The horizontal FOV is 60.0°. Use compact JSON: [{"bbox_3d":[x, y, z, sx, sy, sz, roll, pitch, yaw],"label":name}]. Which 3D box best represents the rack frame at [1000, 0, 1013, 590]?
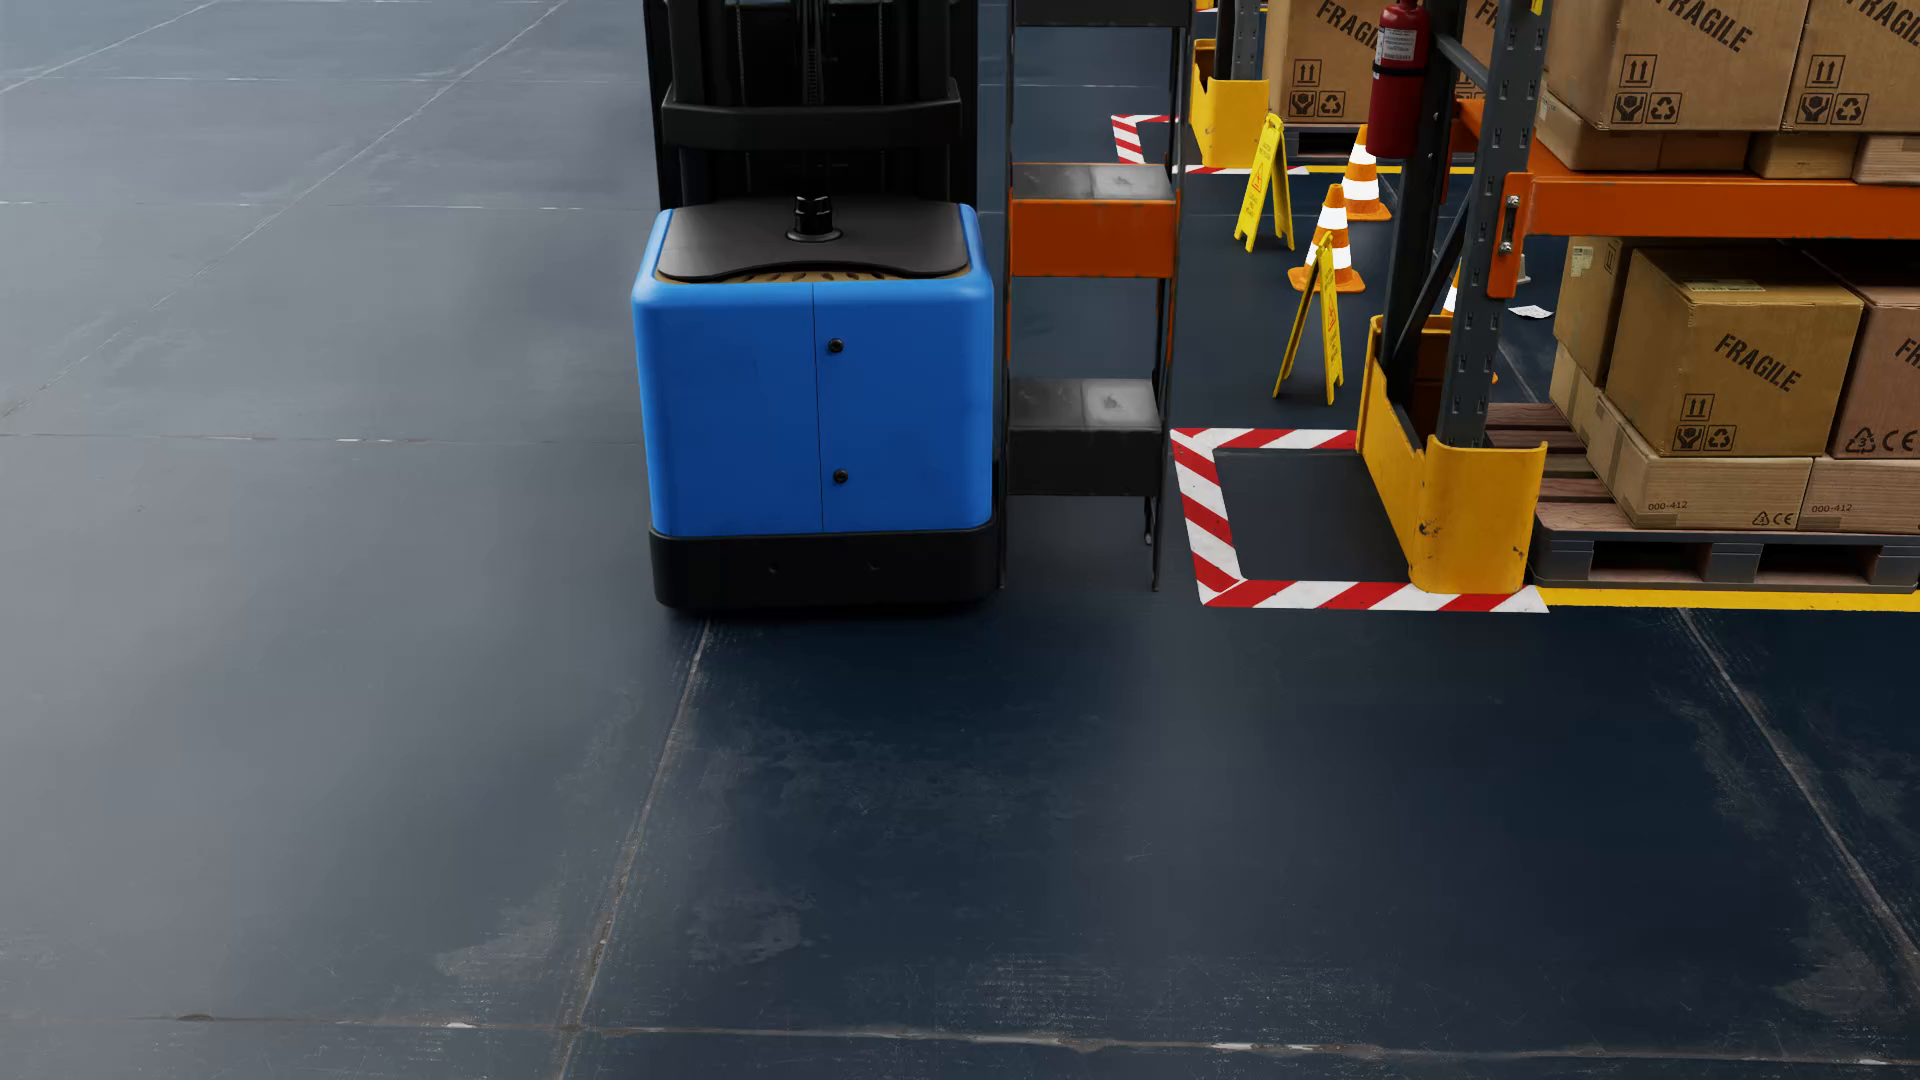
[{"bbox_3d":[0.138,-0.862,4.952,0.015,2.100,0.400,1,28,1],"label":"rack frame"}]

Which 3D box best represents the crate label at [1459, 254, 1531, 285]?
[{"bbox_3d":[2.521,-1.302,7.877,0.298,0.136,0.250,-14,31,-24],"label":"crate label"}]

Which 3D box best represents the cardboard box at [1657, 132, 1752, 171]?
[{"bbox_3d":[2.143,-1.218,4.931,0.250,0.149,0.380,1,28,3],"label":"cardboard box"}]

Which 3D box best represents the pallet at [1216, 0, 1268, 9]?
[{"bbox_3d":[2.795,-4.804,14.405,1.213,0.211,1.003,1,28,2],"label":"pallet"}]

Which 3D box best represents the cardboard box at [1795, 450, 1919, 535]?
[{"bbox_3d":[2.865,-0.245,5.314,0.500,0.250,0.500,2,28,4],"label":"cardboard box"}]

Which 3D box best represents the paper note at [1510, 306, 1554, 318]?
[{"bbox_3d":[2.573,-1.033,7.484,0.142,0.019,0.148,-9,29,-16],"label":"paper note"}]

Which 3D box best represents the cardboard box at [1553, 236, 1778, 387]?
[{"bbox_3d":[2.368,-0.840,5.636,0.500,0.500,0.500,1,28,2],"label":"cardboard box"}]

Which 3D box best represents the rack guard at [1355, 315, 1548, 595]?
[{"bbox_3d":[1.634,-0.323,5.643,0.348,0.500,1.175,1,28,2],"label":"rack guard"}]

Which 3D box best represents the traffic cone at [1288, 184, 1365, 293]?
[{"bbox_3d":[1.733,-1.430,7.771,0.334,0.463,0.336,1,28,2],"label":"traffic cone"}]

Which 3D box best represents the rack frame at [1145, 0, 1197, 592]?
[{"bbox_3d":[0.626,-0.856,4.941,0.015,2.100,0.400,1,28,1],"label":"rack frame"}]

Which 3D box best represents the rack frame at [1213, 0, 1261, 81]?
[{"bbox_3d":[1.632,-3.747,9.434,0.127,3.000,1.000,1,28,2],"label":"rack frame"}]

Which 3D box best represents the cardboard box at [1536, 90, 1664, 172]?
[{"bbox_3d":[1.891,-1.215,4.926,0.250,0.149,0.380,1,28,2],"label":"cardboard box"}]

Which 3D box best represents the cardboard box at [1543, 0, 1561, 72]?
[{"bbox_3d":[2.111,-1.724,5.194,0.500,0.500,0.500,0,28,1],"label":"cardboard box"}]

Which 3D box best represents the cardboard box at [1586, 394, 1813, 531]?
[{"bbox_3d":[2.355,-0.257,5.337,0.500,0.250,0.500,1,28,1],"label":"cardboard box"}]

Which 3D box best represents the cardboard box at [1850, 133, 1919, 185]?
[{"bbox_3d":[2.658,-1.150,4.802,0.250,0.149,0.380,1,28,3],"label":"cardboard box"}]

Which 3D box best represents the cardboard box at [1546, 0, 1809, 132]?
[{"bbox_3d":[2.022,-1.467,4.707,0.500,0.500,0.500,1,28,1],"label":"cardboard box"}]

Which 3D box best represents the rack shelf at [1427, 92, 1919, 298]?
[{"bbox_3d":[3.557,-1.078,5.166,4.000,0.370,1.077,1,28,2],"label":"rack shelf"}]

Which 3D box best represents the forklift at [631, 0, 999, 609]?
[{"bbox_3d":[-0.500,-1.741,5.723,1.130,2.935,3.031,-2,28,-3],"label":"forklift"}]

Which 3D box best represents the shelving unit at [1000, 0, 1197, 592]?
[{"bbox_3d":[0.382,-0.859,4.947,0.503,2.100,0.431,1,28,1],"label":"shelving unit"}]

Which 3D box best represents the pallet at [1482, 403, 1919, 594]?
[{"bbox_3d":[2.445,-0.166,5.654,1.213,0.211,1.003,1,28,2],"label":"pallet"}]

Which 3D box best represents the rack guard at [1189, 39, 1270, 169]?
[{"bbox_3d":[1.608,-2.643,10.020,0.348,0.500,1.175,1,28,2],"label":"rack guard"}]

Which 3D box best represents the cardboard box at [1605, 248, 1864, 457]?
[{"bbox_3d":[2.379,-0.588,5.161,0.500,0.500,0.500,0,28,0],"label":"cardboard box"}]

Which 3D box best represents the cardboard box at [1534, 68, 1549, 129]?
[{"bbox_3d":[1.940,-1.412,5.296,0.250,0.149,0.380,2,28,4],"label":"cardboard box"}]

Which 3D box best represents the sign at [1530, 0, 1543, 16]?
[{"bbox_3d":[1.539,-1.557,4.378,0.005,0.325,0.100,1,28,2],"label":"sign"}]

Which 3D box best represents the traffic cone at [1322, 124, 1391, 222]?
[{"bbox_3d":[2.113,-1.953,8.758,0.334,0.463,0.336,1,28,2],"label":"traffic cone"}]

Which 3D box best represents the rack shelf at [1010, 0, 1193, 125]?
[{"bbox_3d":[0.382,-1.466,4.625,0.480,0.518,0.431,1,28,1],"label":"rack shelf"}]

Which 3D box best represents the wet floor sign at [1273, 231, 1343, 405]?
[{"bbox_3d":[1.406,-0.893,6.562,0.232,0.644,0.267,11,30,19],"label":"wet floor sign"}]

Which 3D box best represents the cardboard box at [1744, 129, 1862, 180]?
[{"bbox_3d":[2.406,-1.175,4.850,0.250,0.149,0.380,0,28,0],"label":"cardboard box"}]

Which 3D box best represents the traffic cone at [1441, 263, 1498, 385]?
[{"bbox_3d":[2.034,-0.905,6.780,0.334,0.463,0.336,1,28,2],"label":"traffic cone"}]

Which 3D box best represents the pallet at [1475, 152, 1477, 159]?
[{"bbox_3d":[3.650,-2.517,10.091,1.213,0.211,1.003,1,28,2],"label":"pallet"}]

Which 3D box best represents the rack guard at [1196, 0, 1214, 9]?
[{"bbox_3d":[1.984,-4.962,14.394,0.348,0.500,1.175,1,28,2],"label":"rack guard"}]

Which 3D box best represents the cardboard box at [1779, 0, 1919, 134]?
[{"bbox_3d":[2.540,-1.460,4.694,0.500,0.500,0.500,2,28,3],"label":"cardboard box"}]

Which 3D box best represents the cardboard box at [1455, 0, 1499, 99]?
[{"bbox_3d":[3.192,-3.000,9.845,0.875,0.875,0.875,1,28,1],"label":"cardboard box"}]

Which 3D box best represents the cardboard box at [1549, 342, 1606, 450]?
[{"bbox_3d":[2.400,-0.512,5.818,0.500,0.250,0.500,1,28,2],"label":"cardboard box"}]

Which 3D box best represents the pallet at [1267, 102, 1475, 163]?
[{"bbox_3d":[2.434,-2.539,10.131,1.213,0.211,1.003,1,28,2],"label":"pallet"}]

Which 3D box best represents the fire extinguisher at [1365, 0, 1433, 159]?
[{"bbox_3d":[1.460,-1.612,5.489,0.183,0.674,0.296,1,28,2],"label":"fire extinguisher"}]

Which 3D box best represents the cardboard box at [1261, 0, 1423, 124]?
[{"bbox_3d":[2.312,-3.014,9.871,0.875,0.875,0.875,1,28,2],"label":"cardboard box"}]

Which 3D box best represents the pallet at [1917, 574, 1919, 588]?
[{"bbox_3d":[3.661,-0.144,5.614,1.213,0.211,1.003,1,28,2],"label":"pallet"}]

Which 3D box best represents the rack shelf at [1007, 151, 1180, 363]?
[{"bbox_3d":[0.382,-0.847,4.953,0.480,0.518,0.431,1,28,1],"label":"rack shelf"}]

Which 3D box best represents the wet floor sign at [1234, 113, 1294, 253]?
[{"bbox_3d":[1.533,-1.781,8.238,0.232,0.644,0.267,-4,28,-7],"label":"wet floor sign"}]

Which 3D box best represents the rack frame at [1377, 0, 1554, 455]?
[{"bbox_3d":[1.558,-1.429,5.060,0.127,3.000,1.000,1,28,2],"label":"rack frame"}]

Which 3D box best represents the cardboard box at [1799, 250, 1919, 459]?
[{"bbox_3d":[2.901,-0.581,5.148,0.500,0.500,0.500,0,28,0],"label":"cardboard box"}]

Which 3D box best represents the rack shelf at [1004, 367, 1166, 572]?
[{"bbox_3d":[0.382,-0.229,5.281,0.480,0.518,0.431,1,28,1],"label":"rack shelf"}]

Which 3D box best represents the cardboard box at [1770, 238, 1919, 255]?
[{"bbox_3d":[2.890,-0.833,5.622,0.500,0.500,0.500,2,28,4],"label":"cardboard box"}]
